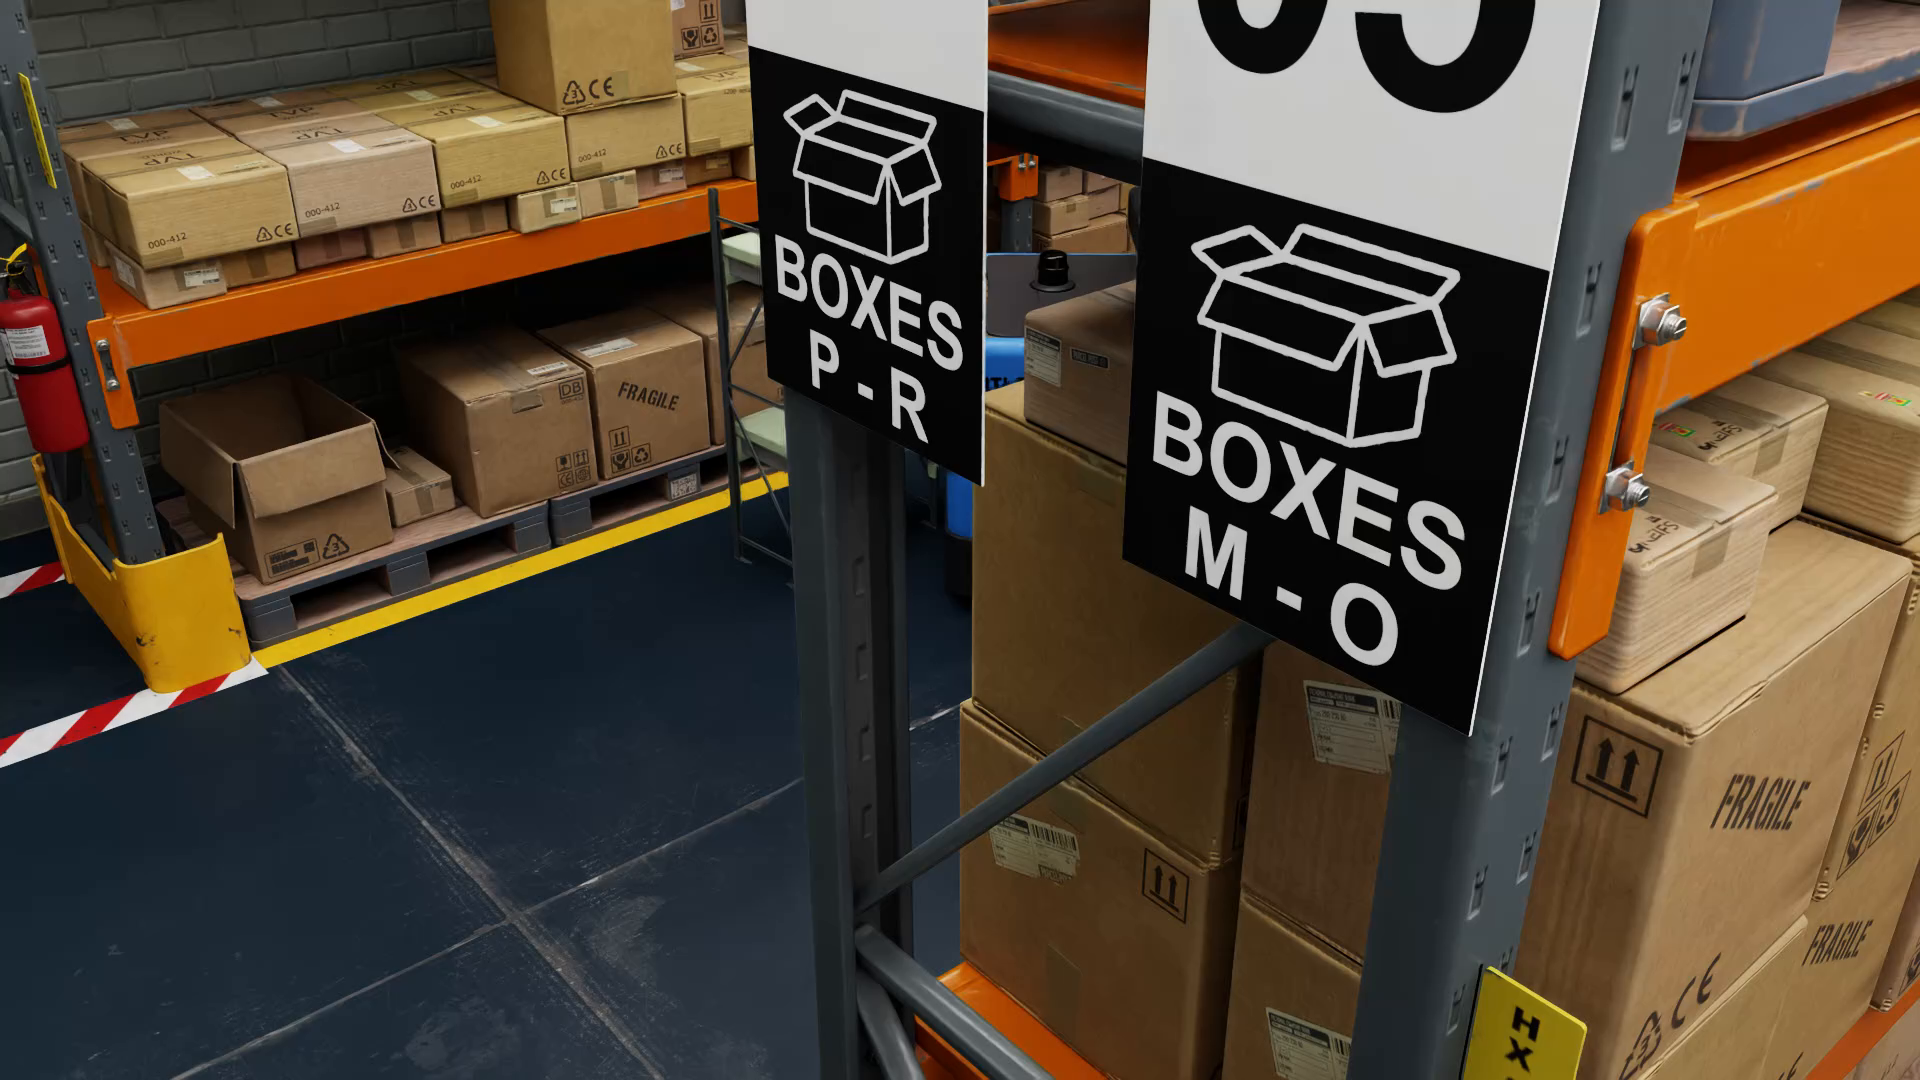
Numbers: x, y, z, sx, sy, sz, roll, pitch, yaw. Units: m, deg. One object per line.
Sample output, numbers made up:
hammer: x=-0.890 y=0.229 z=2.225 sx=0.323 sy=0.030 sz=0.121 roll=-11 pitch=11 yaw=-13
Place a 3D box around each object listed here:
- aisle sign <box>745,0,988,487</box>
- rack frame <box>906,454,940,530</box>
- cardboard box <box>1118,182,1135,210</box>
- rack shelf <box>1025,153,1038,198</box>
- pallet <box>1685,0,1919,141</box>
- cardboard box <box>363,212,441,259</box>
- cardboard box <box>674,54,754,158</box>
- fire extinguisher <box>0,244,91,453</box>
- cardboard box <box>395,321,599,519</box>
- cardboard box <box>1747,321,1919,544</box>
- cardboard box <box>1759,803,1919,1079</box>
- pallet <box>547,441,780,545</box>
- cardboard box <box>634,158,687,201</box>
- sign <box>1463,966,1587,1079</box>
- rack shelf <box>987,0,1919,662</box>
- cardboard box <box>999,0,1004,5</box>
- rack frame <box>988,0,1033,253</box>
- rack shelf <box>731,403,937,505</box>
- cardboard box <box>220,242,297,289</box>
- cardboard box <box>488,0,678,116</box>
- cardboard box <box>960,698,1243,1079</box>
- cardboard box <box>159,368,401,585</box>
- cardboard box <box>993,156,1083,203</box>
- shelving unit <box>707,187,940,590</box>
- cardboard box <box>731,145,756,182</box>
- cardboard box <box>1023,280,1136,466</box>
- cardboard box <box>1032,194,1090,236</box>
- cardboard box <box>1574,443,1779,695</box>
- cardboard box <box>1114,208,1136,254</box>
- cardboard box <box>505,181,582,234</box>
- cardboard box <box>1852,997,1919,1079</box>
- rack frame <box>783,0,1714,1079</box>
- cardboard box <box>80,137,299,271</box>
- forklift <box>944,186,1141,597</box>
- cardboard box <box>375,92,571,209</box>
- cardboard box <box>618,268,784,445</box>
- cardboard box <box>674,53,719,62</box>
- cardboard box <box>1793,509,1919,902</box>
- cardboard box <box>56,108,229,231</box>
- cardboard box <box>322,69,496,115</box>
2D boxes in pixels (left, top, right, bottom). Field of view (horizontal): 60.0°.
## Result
aisle sign: x=-0.104 y=-0.474 z=1.697 sx=0.004 sy=0.787 sz=0.394 roll=-22 pitch=35 yaw=-35
rack frame: x=-0.234 y=-0.771 z=6.602 sx=0.400 sy=1.500 sz=0.023 roll=25 pitch=37 yaw=38
cardboard box: x=0.765 y=-1.819 z=8.490 sx=0.250 sy=0.149 sz=0.380 roll=-24 pitch=36 yaw=-37
rack shelf: x=1.492 y=-2.535 z=9.075 sx=4.000 sy=0.370 sz=1.077 roll=-22 pitch=35 yaw=-35
pallet: x=0.710 y=-0.753 z=1.888 sx=1.213 sy=0.211 sz=1.003 roll=-22 pitch=35 yaw=-35
cardboard box: x=-2.071 y=-1.151 z=5.988 sx=0.250 sy=0.149 sz=0.380 roll=-21 pitch=34 yaw=-33
cardboard box: x=-1.018 y=-1.756 z=6.697 sx=0.500 sy=0.250 sz=0.500 roll=-22 pitch=35 yaw=-35
fire extinguisher: x=-2.884 y=-0.608 z=5.183 sx=0.183 sy=0.674 sz=0.296 roll=-22 pitch=35 yaw=-35
cardboard box: x=-1.870 y=-0.501 z=6.711 sx=0.500 sy=0.500 sz=0.700 roll=-20 pitch=34 yaw=-33
cardboard box: x=1.027 y=-0.163 z=2.018 sx=0.250 sy=0.149 sz=0.380 roll=-21 pitch=34 yaw=-33
cardboard box: x=1.070 y=0.509 z=2.509 sx=0.500 sy=0.500 sz=0.500 roll=-22 pitch=35 yaw=-36
pallet: x=-1.481 y=-0.426 z=7.323 sx=1.213 sy=0.211 sz=1.003 roll=-22 pitch=35 yaw=-35
cardboard box: x=-1.293 y=-1.476 z=6.596 sx=0.250 sy=0.149 sz=0.380 roll=-22 pitch=35 yaw=-35
sign: x=0.508 y=0.546 z=1.544 sx=0.005 sy=0.325 sz=0.100 roll=-22 pitch=35 yaw=-35
rack shelf: x=1.674 y=-0.856 z=2.750 sx=4.000 sy=0.370 sz=1.077 roll=-22 pitch=35 yaw=-35
cardboard box: x=0.484 y=-2.538 z=7.765 sx=0.500 sy=0.500 sz=0.700 roll=-21 pitch=35 yaw=-34
rack frame: x=-0.029 y=-2.241 z=7.761 sx=0.127 sy=3.000 sz=1.000 roll=-22 pitch=35 yaw=-35
rack shelf: x=-0.491 y=-0.360 z=6.525 sx=0.431 sy=0.370 sz=0.720 roll=25 pitch=37 yaw=38
cardboard box: x=-2.481 y=-1.003 z=5.711 sx=0.250 sy=0.149 sz=0.380 roll=-21 pitch=35 yaw=-34
cardboard box: x=-1.411 y=-1.914 z=6.197 sx=0.500 sy=0.500 sz=0.500 roll=-21 pitch=35 yaw=-34
cardboard box: x=0.347 y=0.475 z=2.573 sx=0.500 sy=0.500 sz=0.500 roll=-22 pitch=35 yaw=-35
cardboard box: x=-2.545 y=-0.254 z=6.247 sx=0.637 sy=0.503 sz=0.797 roll=-24 pitch=36 yaw=-37
cardboard box: x=0.377 y=-1.777 z=8.095 sx=0.250 sy=0.149 sz=0.380 roll=-23 pitch=35 yaw=-36
shelving unit: x=-0.491 y=-0.648 z=6.371 sx=0.431 sy=1.500 sz=0.755 roll=25 pitch=37 yaw=38
cardboard box: x=-0.867 y=-1.608 z=6.842 sx=0.250 sy=0.149 sz=0.380 roll=-22 pitch=35 yaw=-36
cardboard box: x=0.295 y=-0.191 z=2.070 sx=0.250 sy=0.149 sz=0.380 roll=-21 pitch=35 yaw=-34
cardboard box: x=0.416 y=-1.624 z=8.125 sx=0.250 sy=0.149 sz=0.380 roll=-20 pitch=34 yaw=-33
cardboard box: x=0.602 y=-0.019 z=1.748 sx=0.250 sy=0.149 sz=0.380 roll=-21 pitch=35 yaw=-34
cardboard box: x=0.883 y=-1.557 z=8.688 sx=0.500 sy=0.500 sz=0.500 roll=-22 pitch=35 yaw=-36
cardboard box: x=-1.632 y=-1.285 z=6.238 sx=0.250 sy=0.149 sz=0.380 roll=-23 pitch=36 yaw=-36
cardboard box: x=1.967 y=0.910 z=4.137 sx=0.875 sy=0.438 sz=0.875 roll=-23 pitch=36 yaw=-36
rack frame: x=0.150 y=0.760 z=2.145 sx=0.053 sy=2.616 sz=0.949 roll=-22 pitch=35 yaw=-35
cardboard box: x=-2.552 y=-1.124 z=5.515 sx=0.500 sy=0.250 sz=0.500 roll=-22 pitch=35 yaw=-35
forklift: x=1.460 y=-1.258 z=5.994 sx=3.031 sy=2.935 sz=1.130 roll=0 pitch=28 yaw=1
cardboard box: x=-1.785 y=-1.435 z=6.096 sx=0.500 sy=0.250 sz=0.500 roll=-23 pitch=36 yaw=-36
cardboard box: x=-1.080 y=-0.818 z=7.305 sx=0.500 sy=0.500 sz=0.700 roll=-23 pitch=36 yaw=-37
cardboard box: x=-1.352 y=-1.938 z=7.038 sx=0.500 sy=0.250 sz=0.500 roll=-21 pitch=35 yaw=-34
cardboard box: x=1.091 y=0.071 z=2.267 sx=0.500 sy=0.500 sz=0.500 roll=-23 pitch=36 yaw=-36
cardboard box: x=-2.895 y=-1.318 z=5.877 sx=0.500 sy=0.250 sz=0.500 roll=-21 pitch=34 yaw=-34
cardboard box: x=-2.122 y=-1.625 z=6.452 sx=0.500 sy=0.250 sz=0.500 roll=-21 pitch=34 yaw=-33
